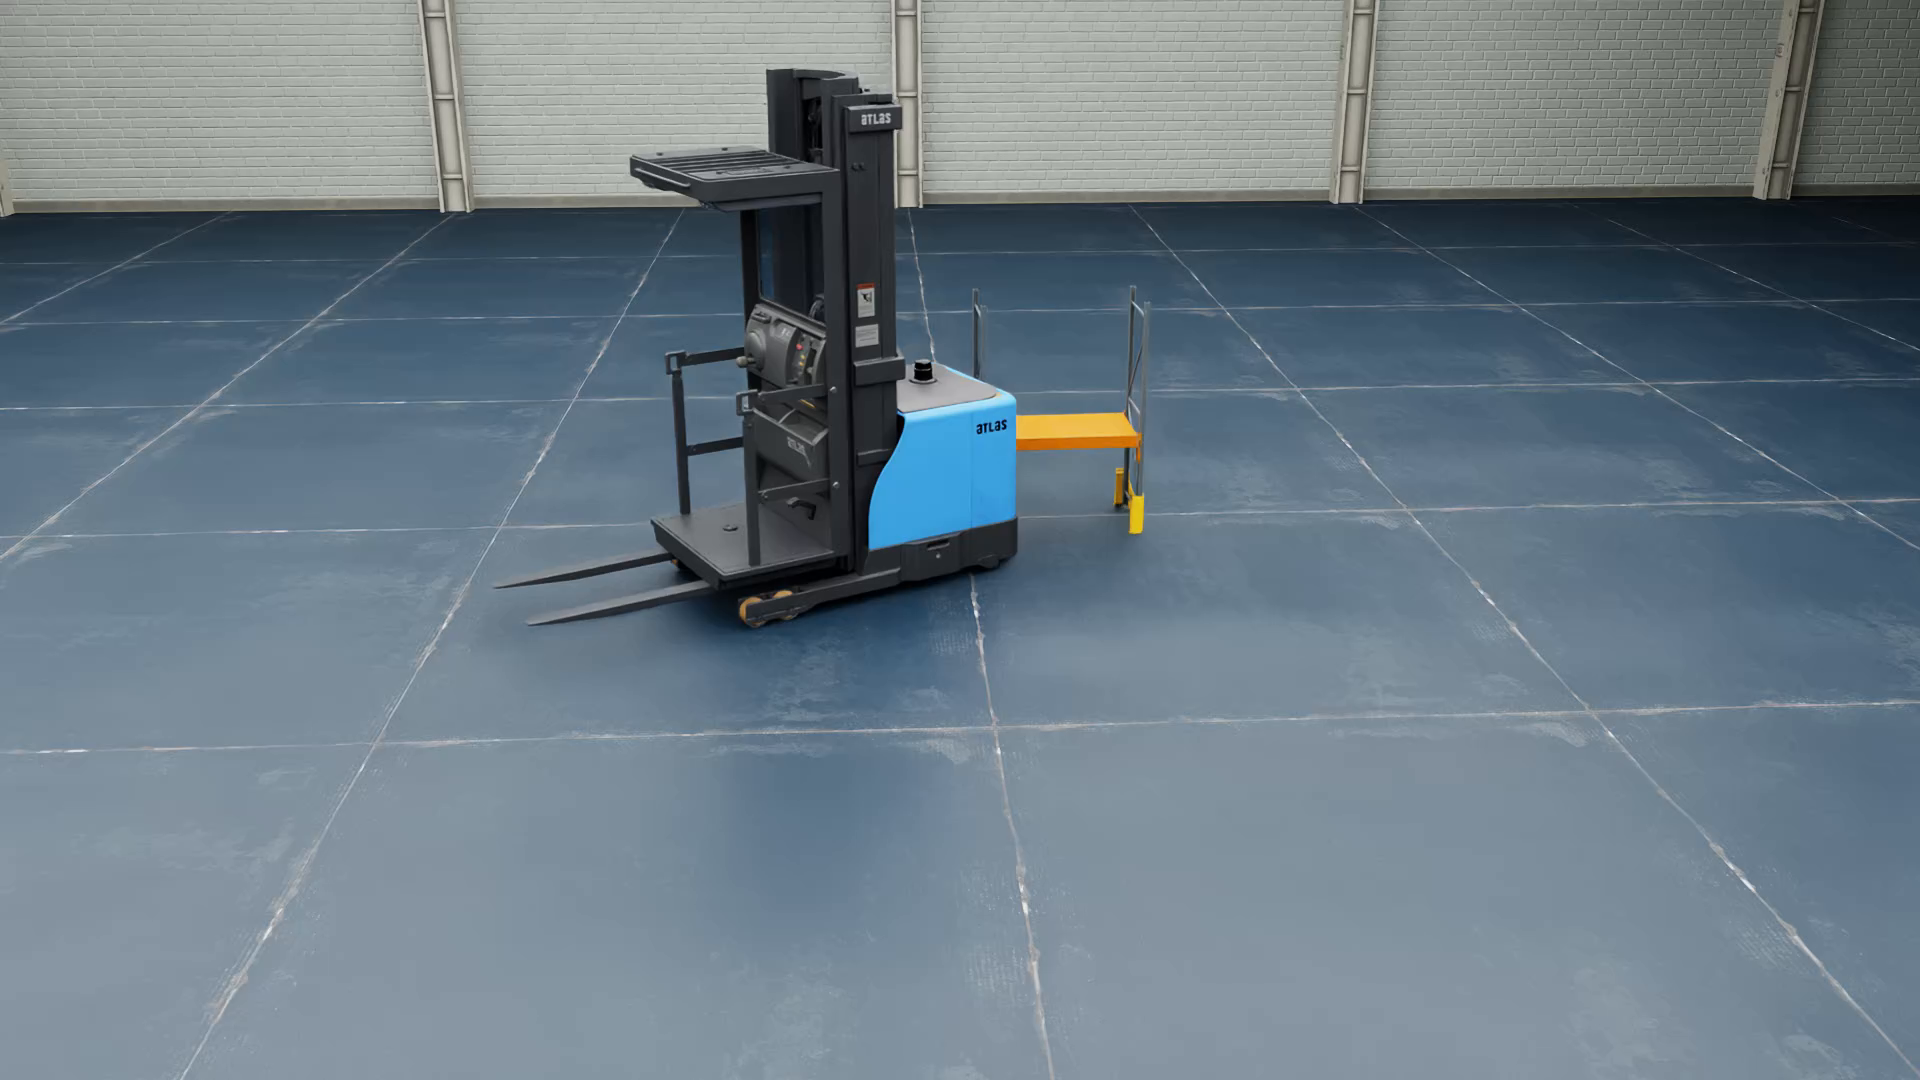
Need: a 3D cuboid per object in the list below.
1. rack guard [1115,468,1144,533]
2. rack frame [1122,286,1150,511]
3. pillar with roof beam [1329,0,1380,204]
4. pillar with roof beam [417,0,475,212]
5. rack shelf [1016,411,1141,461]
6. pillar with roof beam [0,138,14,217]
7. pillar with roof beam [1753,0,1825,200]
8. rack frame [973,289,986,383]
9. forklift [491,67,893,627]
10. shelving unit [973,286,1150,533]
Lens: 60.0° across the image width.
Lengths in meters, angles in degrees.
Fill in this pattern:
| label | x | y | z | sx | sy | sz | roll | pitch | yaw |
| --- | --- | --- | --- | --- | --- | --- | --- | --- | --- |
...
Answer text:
| label | x | y | z | sx | sy | sz | roll | pitch | yaw |
| --- | --- | --- | --- | --- | --- | --- | --- | --- | --- |
| rack guard | 1.114 | -0.264 | 10.963 | 0.087 | 0.250 | 0.587 | -2 | 21 | -5 |
| rack frame | 1.133 | -0.849 | 10.742 | 0.032 | 1.500 | 0.500 | -2 | 21 | -5 |
| pillar with roof beam | 5.533 | -7.317 | 17.191 | 0.400 | 9.000 | 9.100 | -1 | 21 | -3 |
| pillar with roof beam | -6.448 | -7.073 | 16.551 | 0.400 | 9.000 | 9.100 | -1 | 21 | -3 |
| rack shelf | 0.627 | -0.663 | 10.760 | 1.000 | 0.185 | 0.538 | -2 | 21 | -5 |
| pillar with roof beam | -12.438 | -6.951 | 16.231 | 0.400 | 9.000 | 9.100 | -1 | 21 | -3 |
| pillar with roof beam | 11.523 | -7.438 | 17.511 | 0.400 | 9.000 | 9.100 | -1 | 21 | -3 |
| rack frame | 0.122 | -0.814 | 10.651 | 0.032 | 1.500 | 0.500 | -2 | 21 | -5 |
| forklift | -1.175 | -1.095 | 9.378 | 3.031 | 2.935 | 1.121 | -12 | 24 | -29 |
| shelving unit | 0.618 | -0.831 | 10.695 | 1.083 | 1.500 | 0.587 | -2 | 21 | -5 |
